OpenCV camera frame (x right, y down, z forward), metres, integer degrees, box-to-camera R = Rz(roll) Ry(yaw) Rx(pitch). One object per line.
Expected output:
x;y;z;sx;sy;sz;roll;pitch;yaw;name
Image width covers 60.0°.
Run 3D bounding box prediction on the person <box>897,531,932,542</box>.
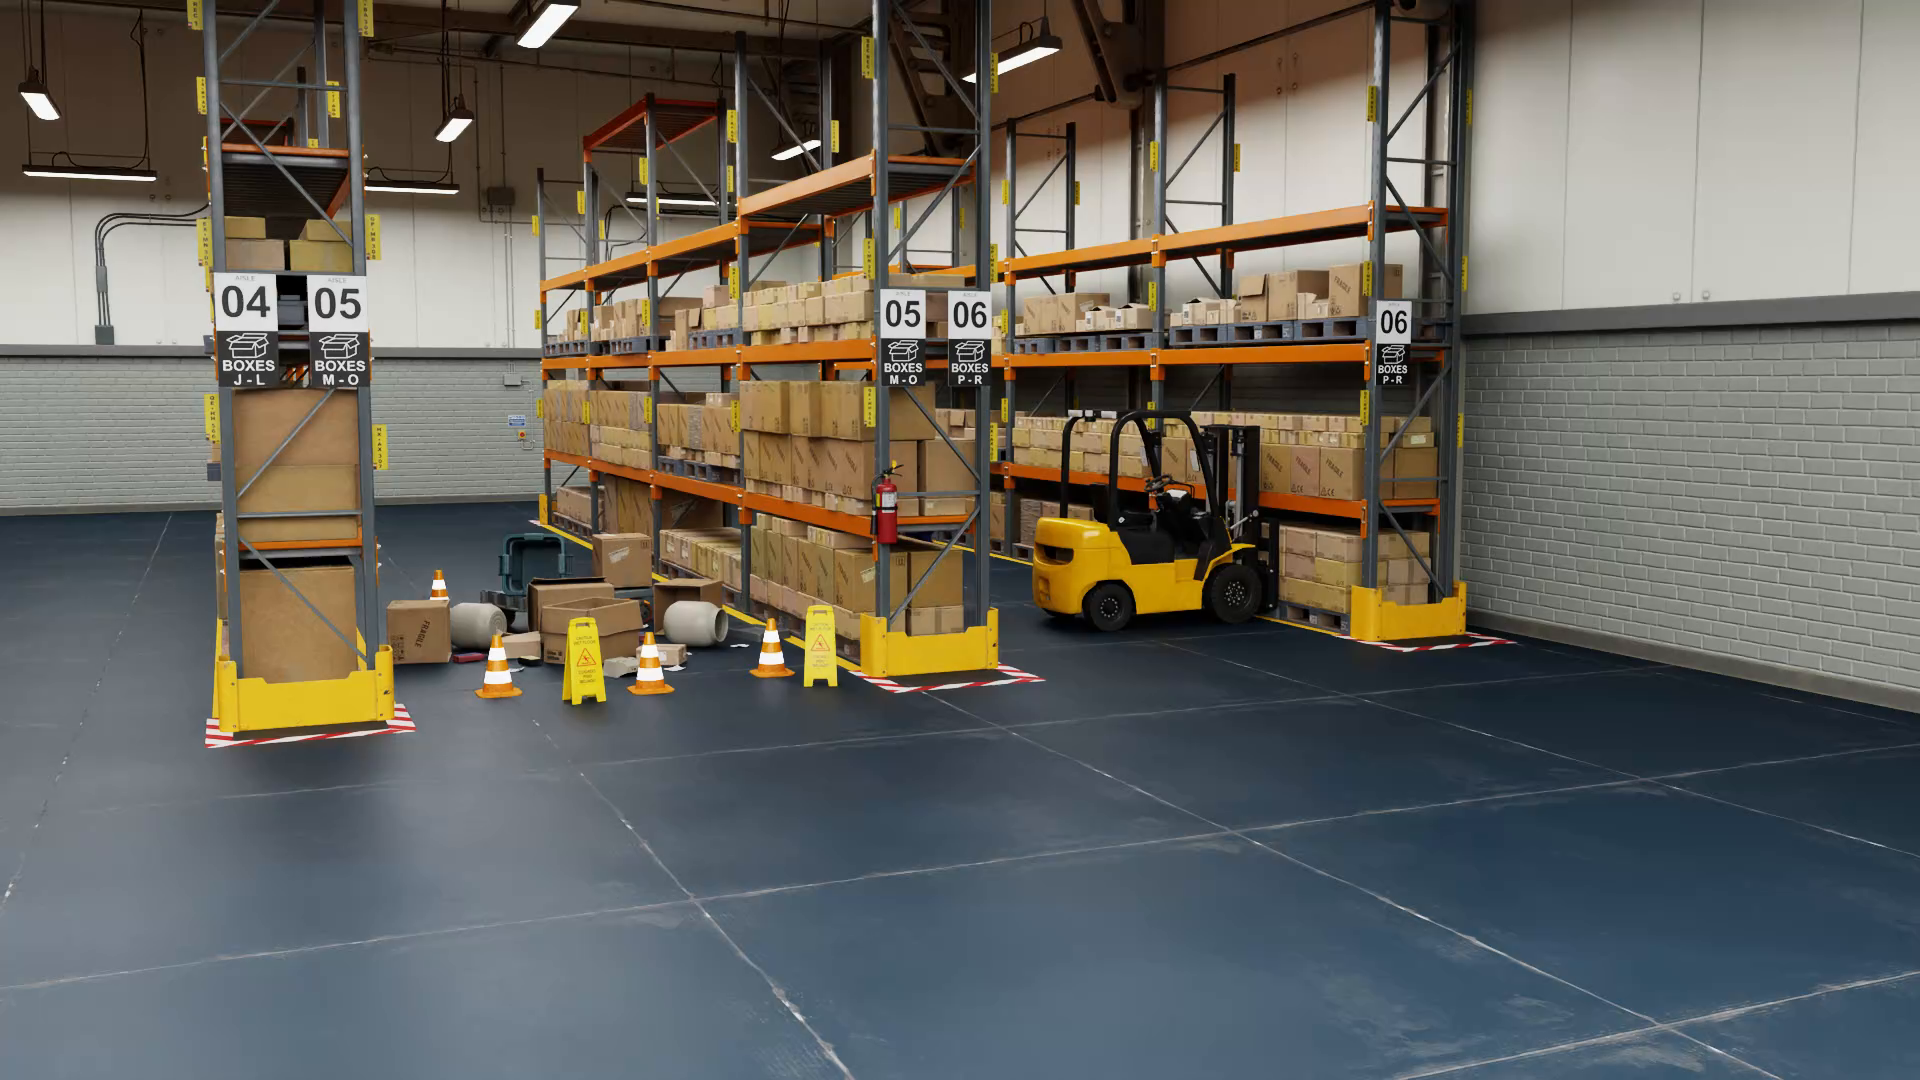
-0.535;-0.161;18.617;0.491;1.622;0.752;-3;6;-29;person
